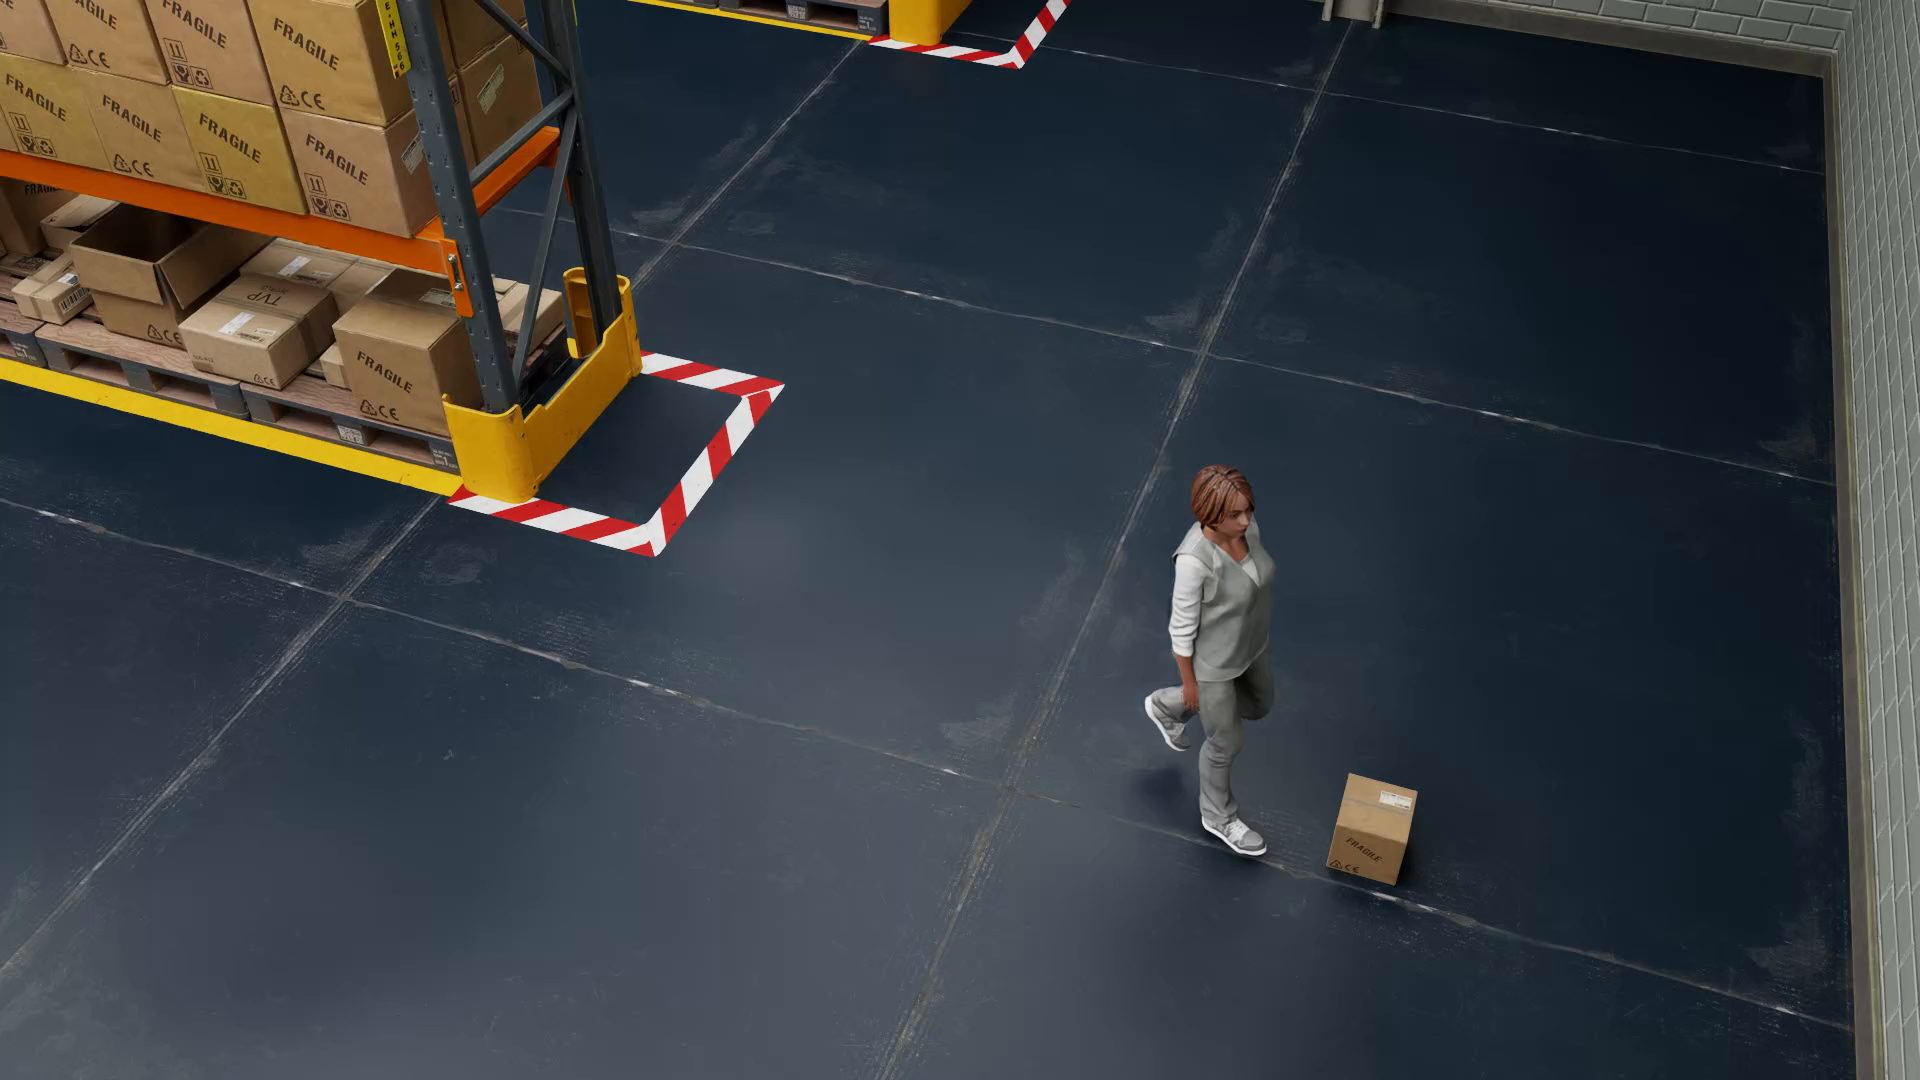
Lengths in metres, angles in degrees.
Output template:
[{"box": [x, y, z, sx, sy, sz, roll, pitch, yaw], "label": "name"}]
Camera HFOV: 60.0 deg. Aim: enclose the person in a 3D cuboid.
[{"box": [1.031, 0.473, 5.642, 0.385, 1.642, 0.498, 23, 47, 23], "label": "person"}]
